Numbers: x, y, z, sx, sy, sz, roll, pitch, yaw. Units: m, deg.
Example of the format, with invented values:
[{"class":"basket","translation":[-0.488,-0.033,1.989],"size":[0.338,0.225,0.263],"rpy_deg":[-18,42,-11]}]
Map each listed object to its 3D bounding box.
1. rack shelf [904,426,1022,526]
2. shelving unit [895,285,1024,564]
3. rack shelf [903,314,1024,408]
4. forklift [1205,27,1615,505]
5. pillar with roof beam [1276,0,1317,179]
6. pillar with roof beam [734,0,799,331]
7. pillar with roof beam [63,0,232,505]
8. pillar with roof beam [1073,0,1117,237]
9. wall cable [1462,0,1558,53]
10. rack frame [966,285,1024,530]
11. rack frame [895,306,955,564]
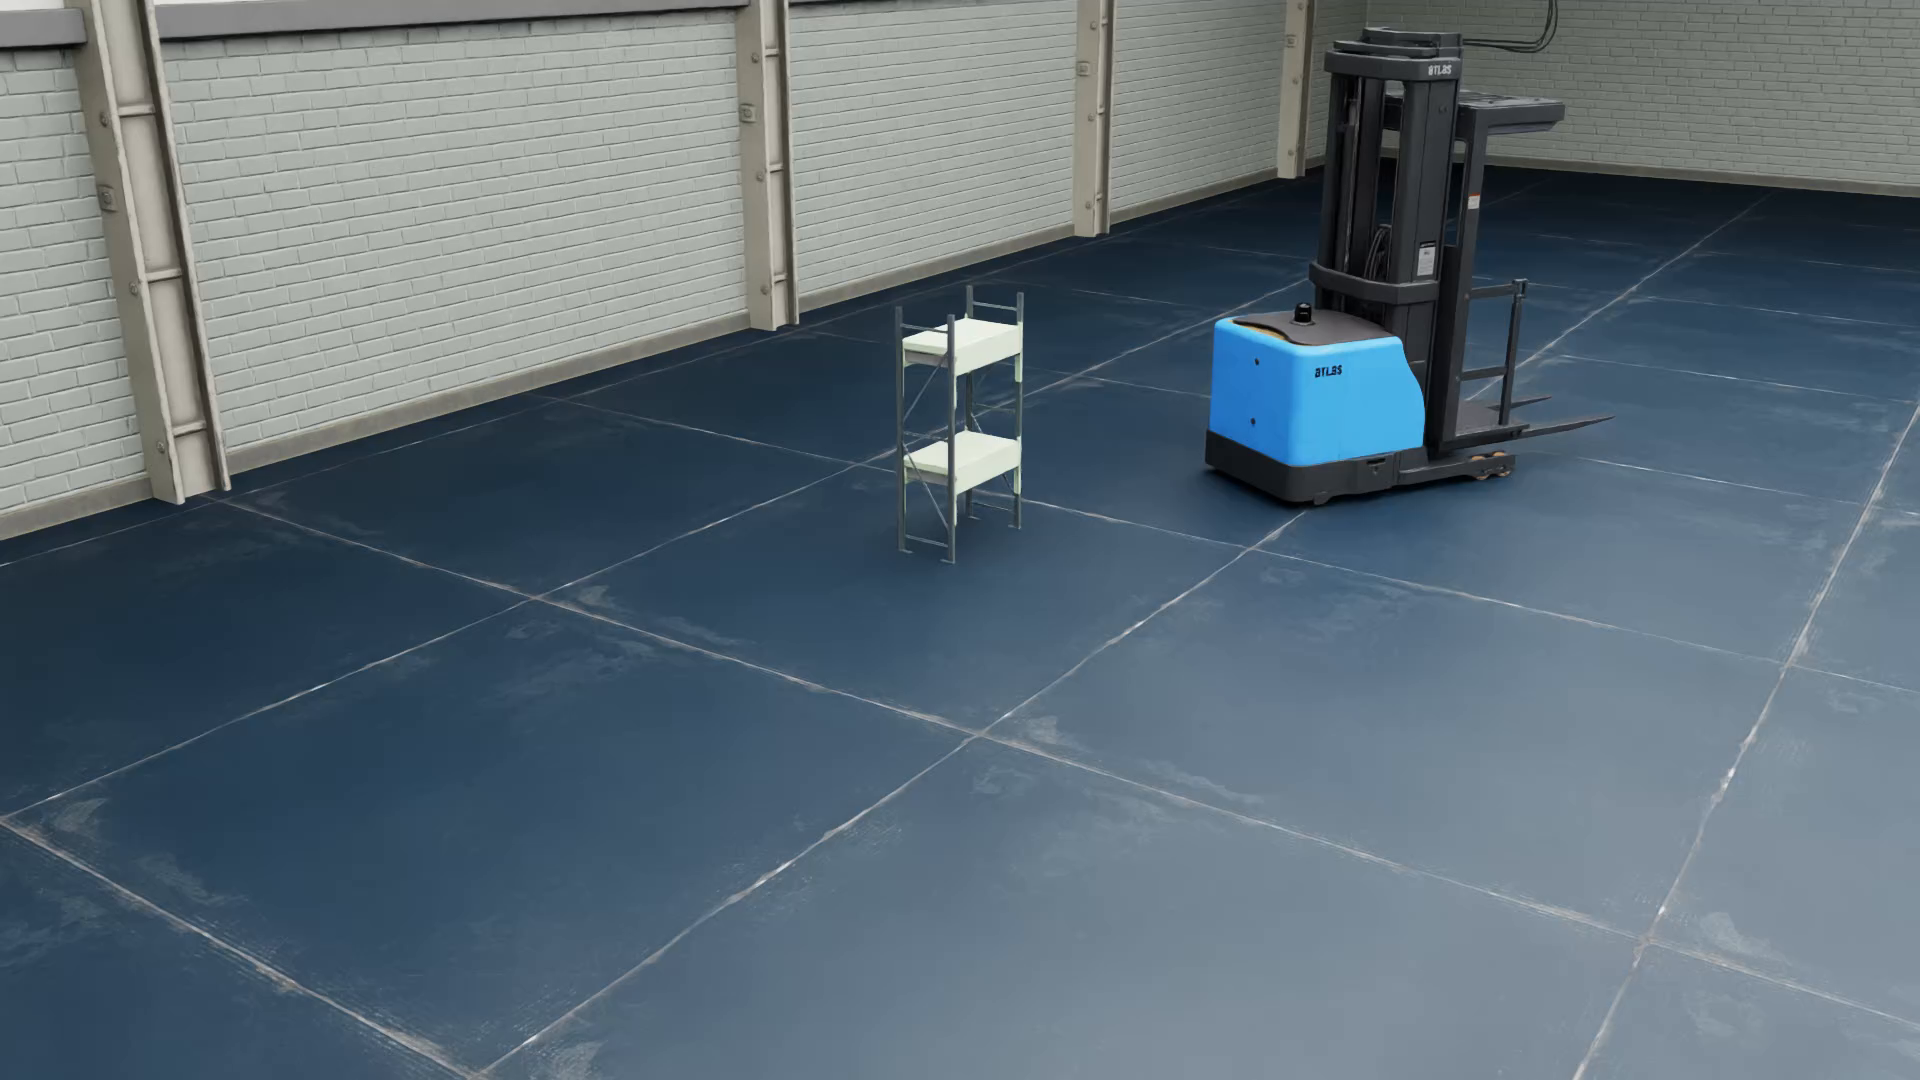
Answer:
[{"class":"rack shelf","translation":[0.004,-0.400,10.123],"size":[0.431,0.370,0.720],"rpy_deg":[13,24,32]},{"class":"shelving unit","translation":[0.004,-0.705,10.010],"size":[0.431,1.500,0.755],"rpy_deg":[13,24,32]},{"class":"rack shelf","translation":[0.004,-1.071,9.875],"size":[0.431,0.370,0.720],"rpy_deg":[13,24,32]},{"class":"forklift","translation":[3.251,-1.936,11.273],"size":[3.031,2.935,1.130],"rpy_deg":[-10,22,-25]},{"class":"pillar with roof beam","translation":[8.539,-8.863,21.256],"size":[9.100,9.000,0.400],"rpy_deg":[13,24,32]},{"class":"pillar with roof beam","translation":[1.794,-5.420,11.948],"size":[9.100,9.000,0.400],"rpy_deg":[13,24,32]},{"class":"pillar with roof beam","translation":[-1.579,-3.699,7.294],"size":[9.100,9.000,0.400],"rpy_deg":[13,24,32]},{"class":"pillar with roof beam","translation":[5.166,-7.142,16.602],"size":[9.100,9.000,0.400],"rpy_deg":[13,24,32]},{"class":"wall cable","translation":[7.729,-8.834,25.652],"size":[3.097,2.526,0.112],"rpy_deg":[13,24,32]},{"class":"rack frame","translation":[0.209,-0.810,10.294],"size":[0.400,1.500,0.023],"rpy_deg":[13,24,32]},{"class":"rack frame","translation":[-0.202,-0.600,9.726],"size":[0.400,1.500,0.023],"rpy_deg":[13,24,32]}]
